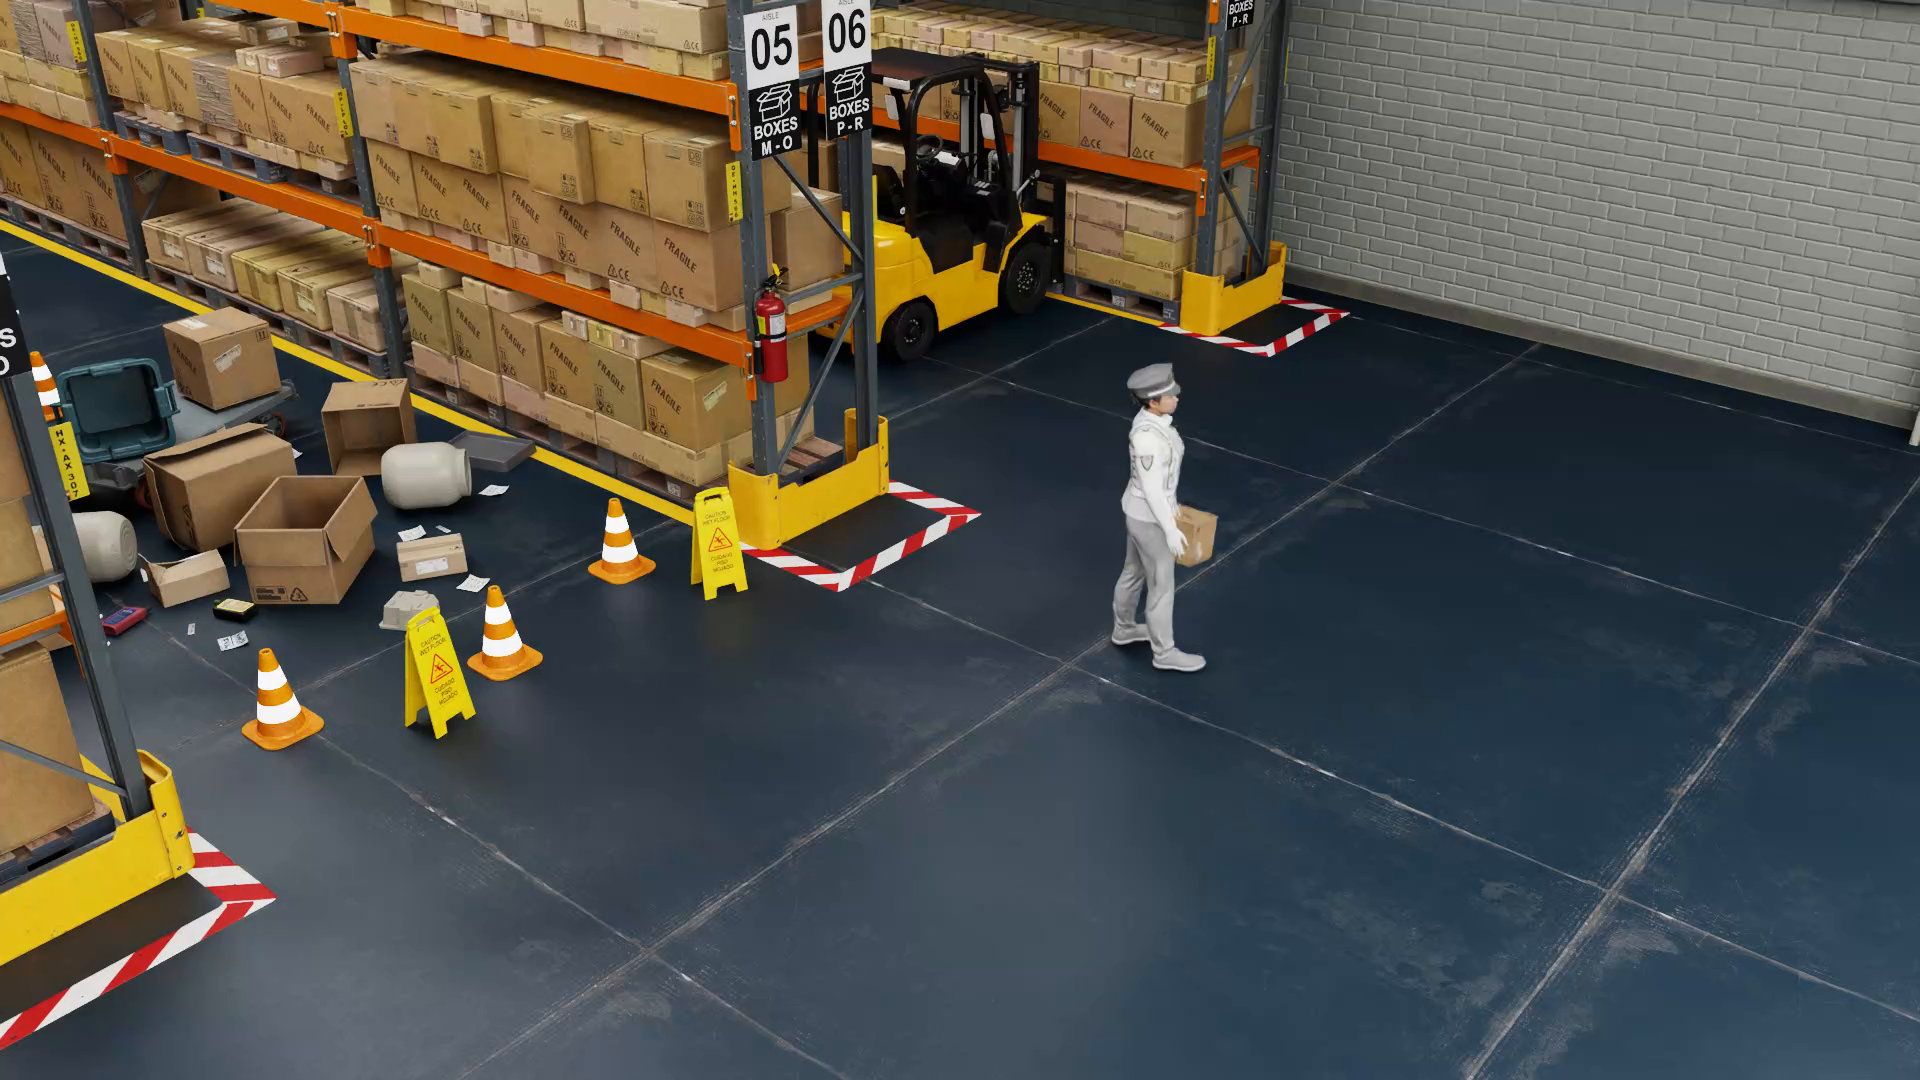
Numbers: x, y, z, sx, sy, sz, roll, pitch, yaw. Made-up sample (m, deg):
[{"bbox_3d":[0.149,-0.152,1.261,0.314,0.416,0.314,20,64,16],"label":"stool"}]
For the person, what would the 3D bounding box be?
[{"bbox_3d":[1.094,-0.131,8.807,0.516,1.688,0.565,3,28,5],"label":"person"}]
